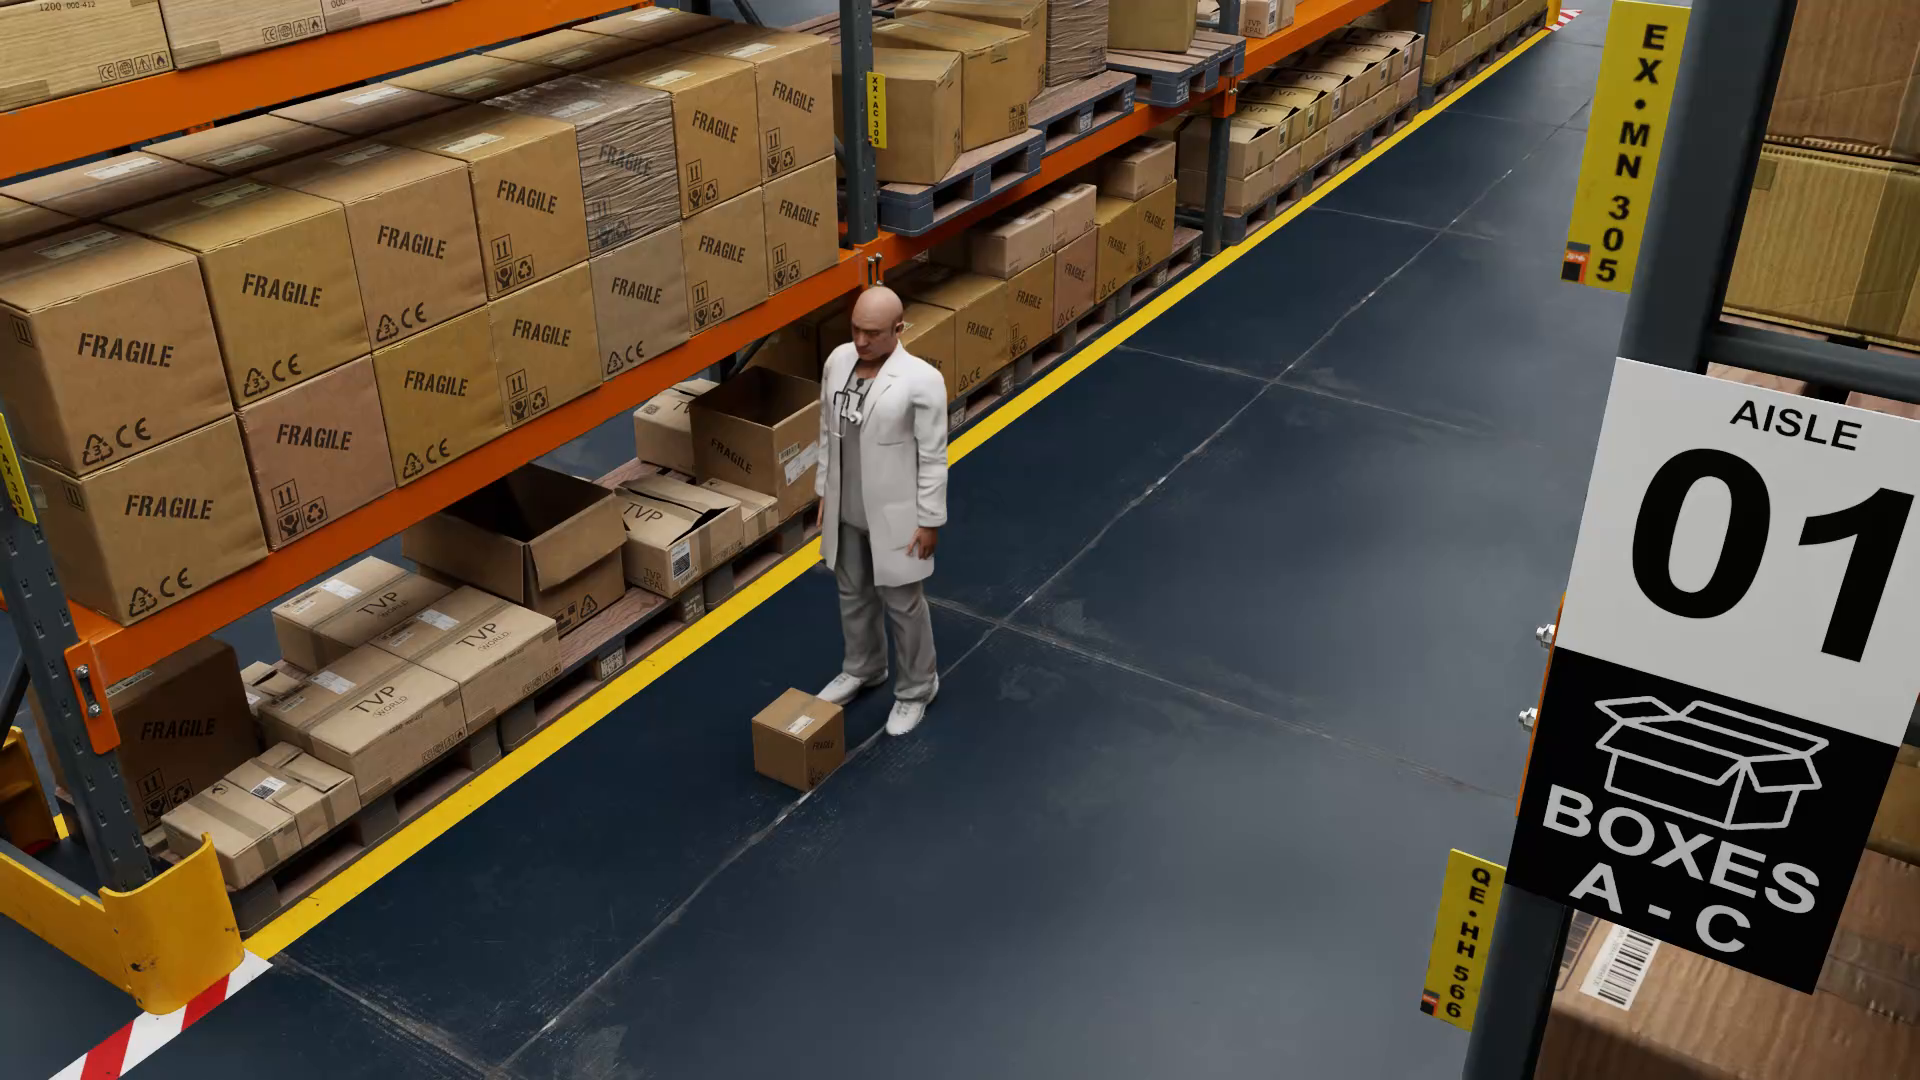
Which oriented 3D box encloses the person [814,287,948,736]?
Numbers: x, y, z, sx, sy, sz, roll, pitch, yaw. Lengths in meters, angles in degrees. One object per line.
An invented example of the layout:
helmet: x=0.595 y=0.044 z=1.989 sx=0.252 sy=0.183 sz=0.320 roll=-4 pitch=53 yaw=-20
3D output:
person: x=-0.319 y=-0.089 z=6.336 sx=0.588 sy=1.825 sz=0.398 roll=20 pitch=35 yaw=30
